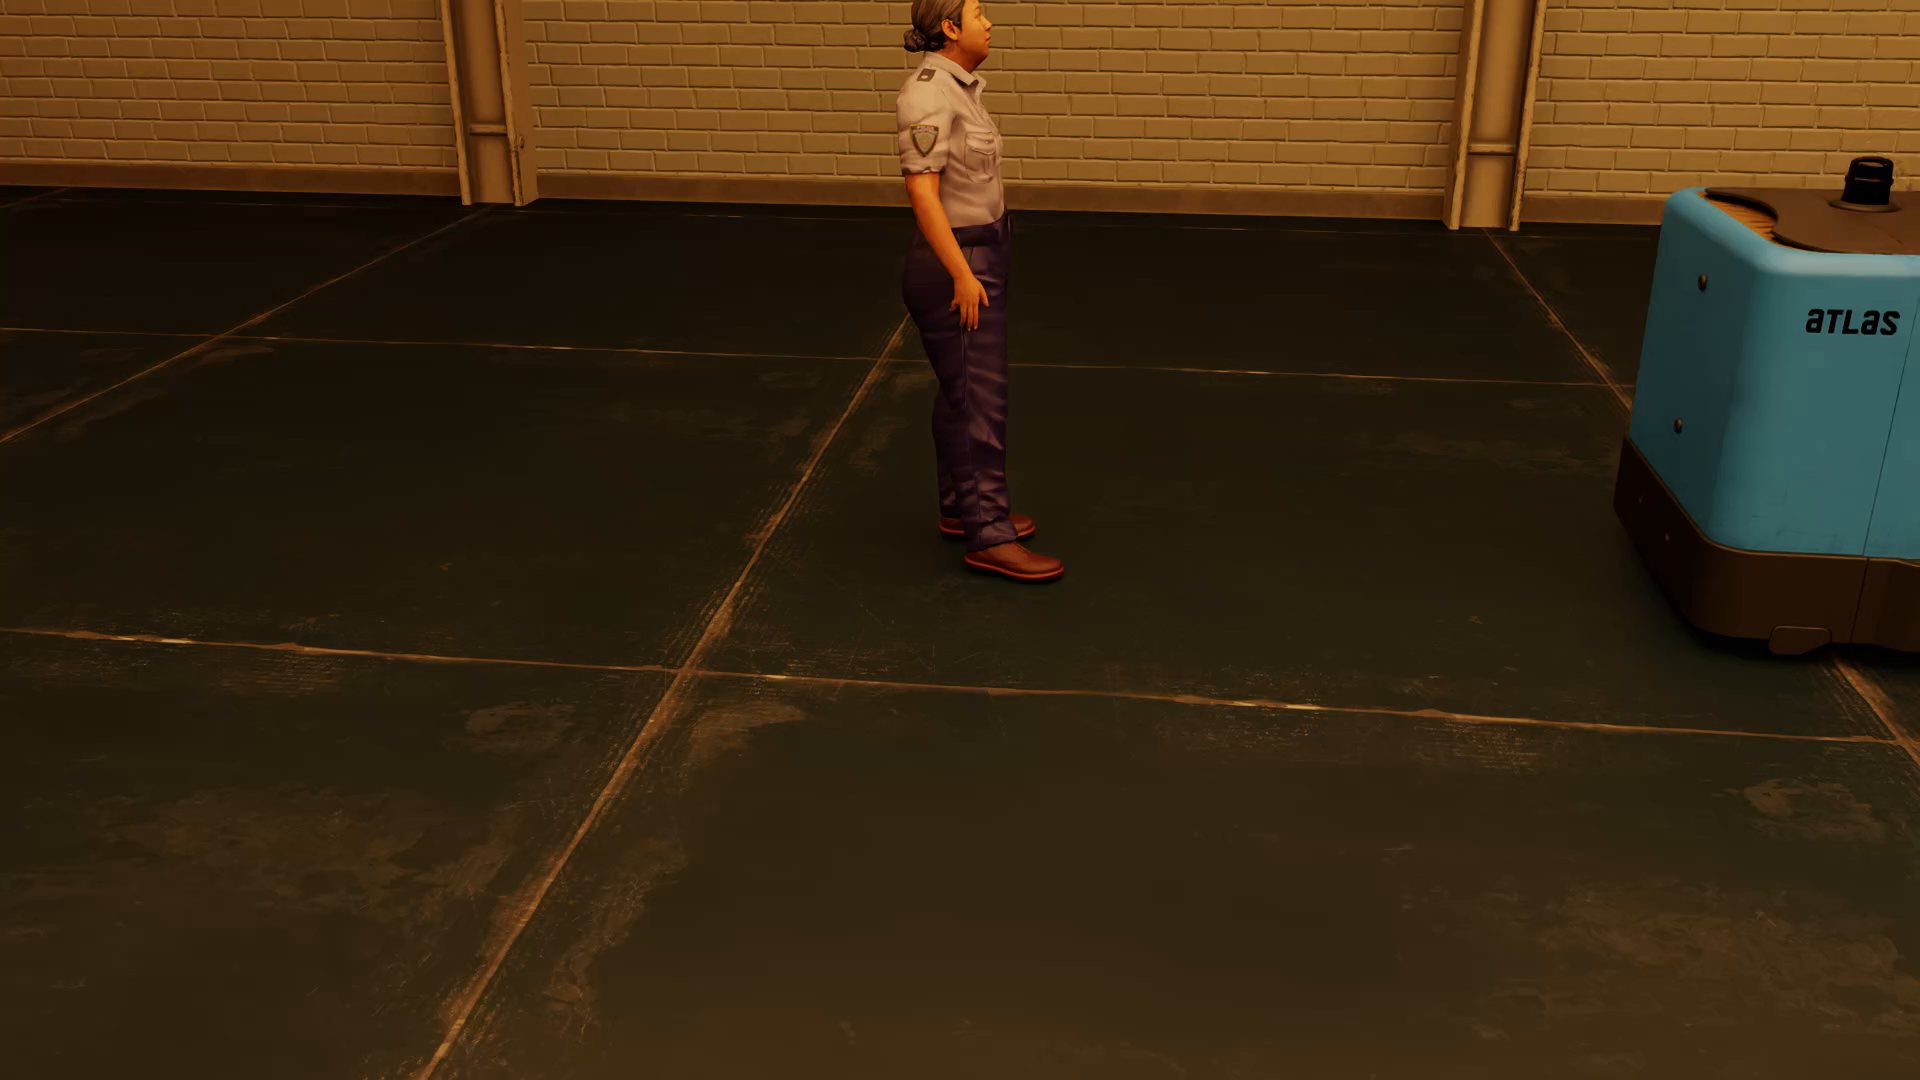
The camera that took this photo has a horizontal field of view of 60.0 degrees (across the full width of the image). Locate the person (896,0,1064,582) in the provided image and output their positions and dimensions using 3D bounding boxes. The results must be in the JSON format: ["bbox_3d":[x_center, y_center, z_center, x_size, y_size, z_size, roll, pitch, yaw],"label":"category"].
[{"bbox_3d":[0.086,-0.754,4.836,0.502,1.643,0.598,3,22,7],"label":"person"}]

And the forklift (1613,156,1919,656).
[{"bbox_3d":[3.502,-1.162,4.140,3.031,2.935,1.130,3,22,7],"label":"forklift"}]
